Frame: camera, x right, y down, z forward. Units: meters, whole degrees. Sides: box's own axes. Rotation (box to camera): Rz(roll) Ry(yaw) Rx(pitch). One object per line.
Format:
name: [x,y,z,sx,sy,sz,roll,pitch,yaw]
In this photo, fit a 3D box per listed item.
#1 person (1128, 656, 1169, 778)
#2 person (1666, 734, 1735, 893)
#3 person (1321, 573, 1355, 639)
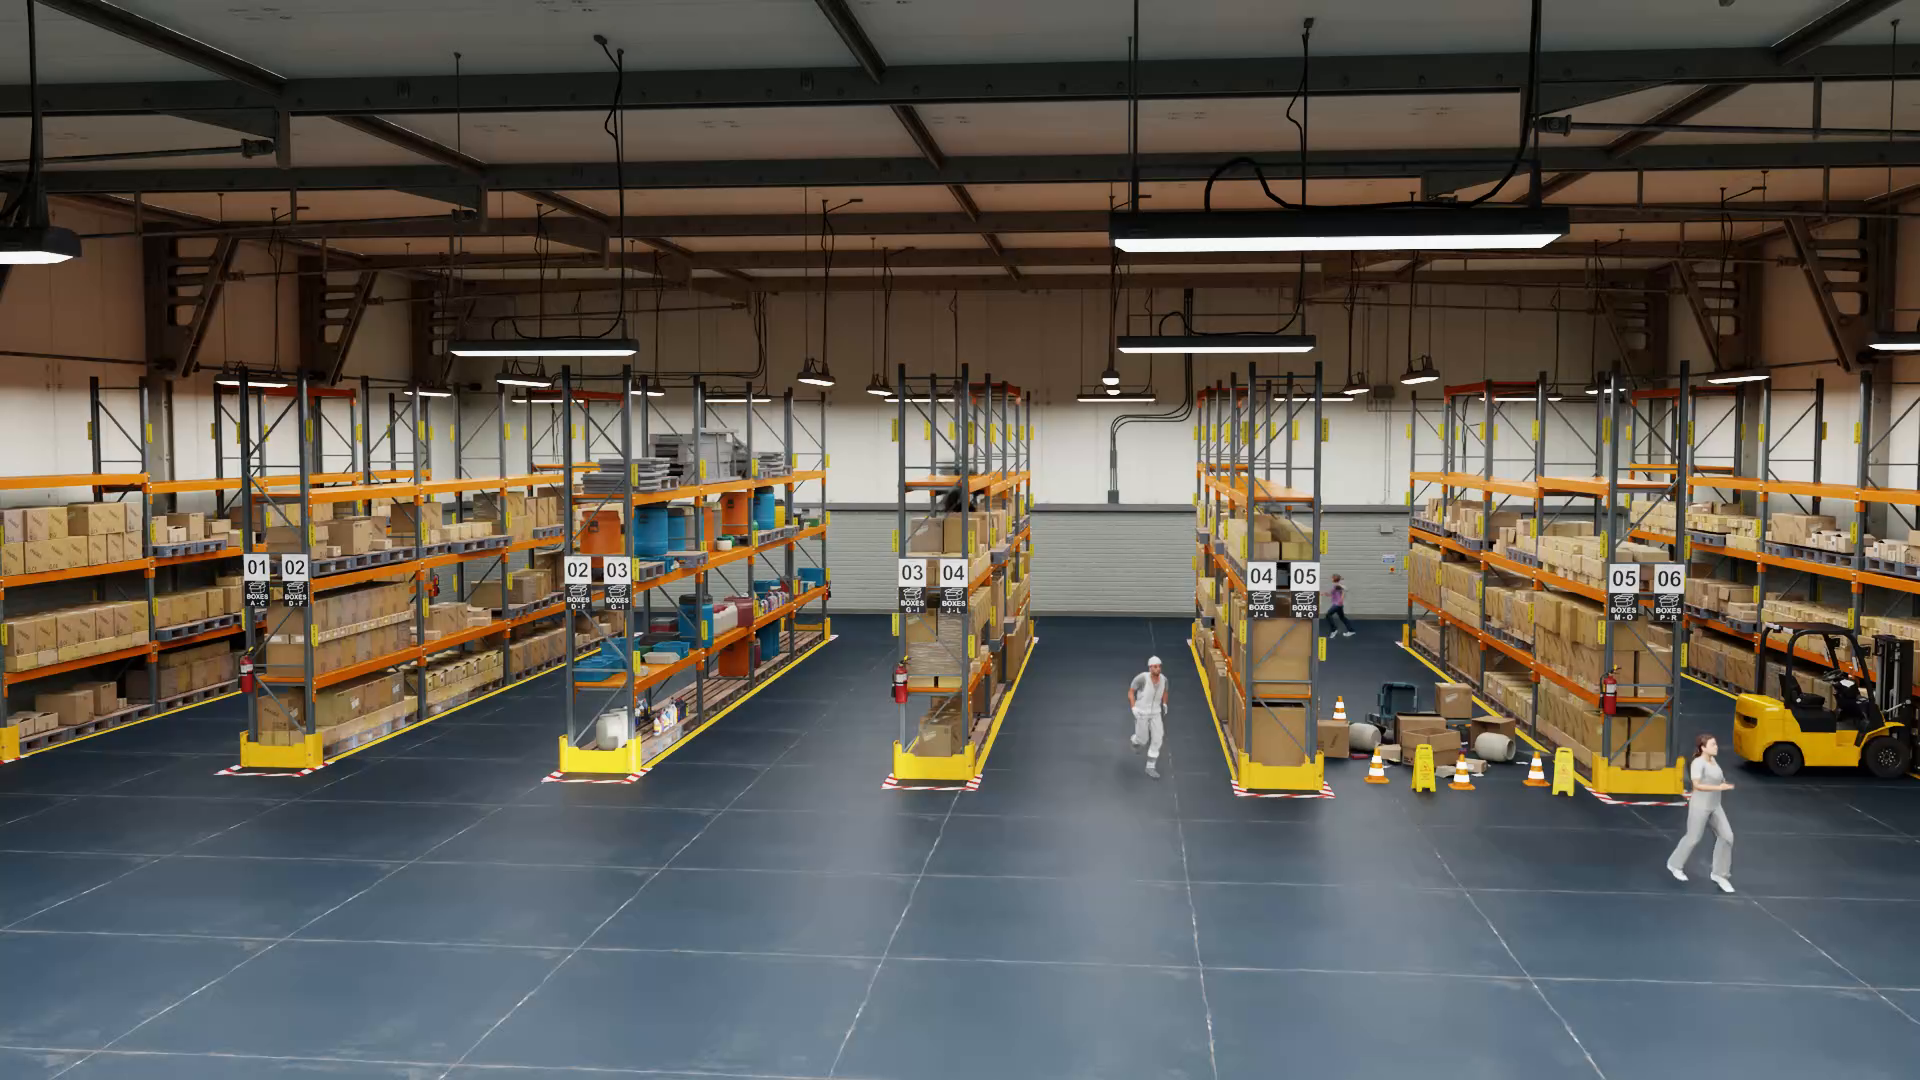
person: [2.771,2.573,24.568,0.658,1.759,0.895,-1,4,-17]
person: [8.181,2.985,18.334,0.580,1.731,0.775,-2,4,-33]
person: [9.192,1.610,40.417,0.818,1.602,0.546,1,4,12]
